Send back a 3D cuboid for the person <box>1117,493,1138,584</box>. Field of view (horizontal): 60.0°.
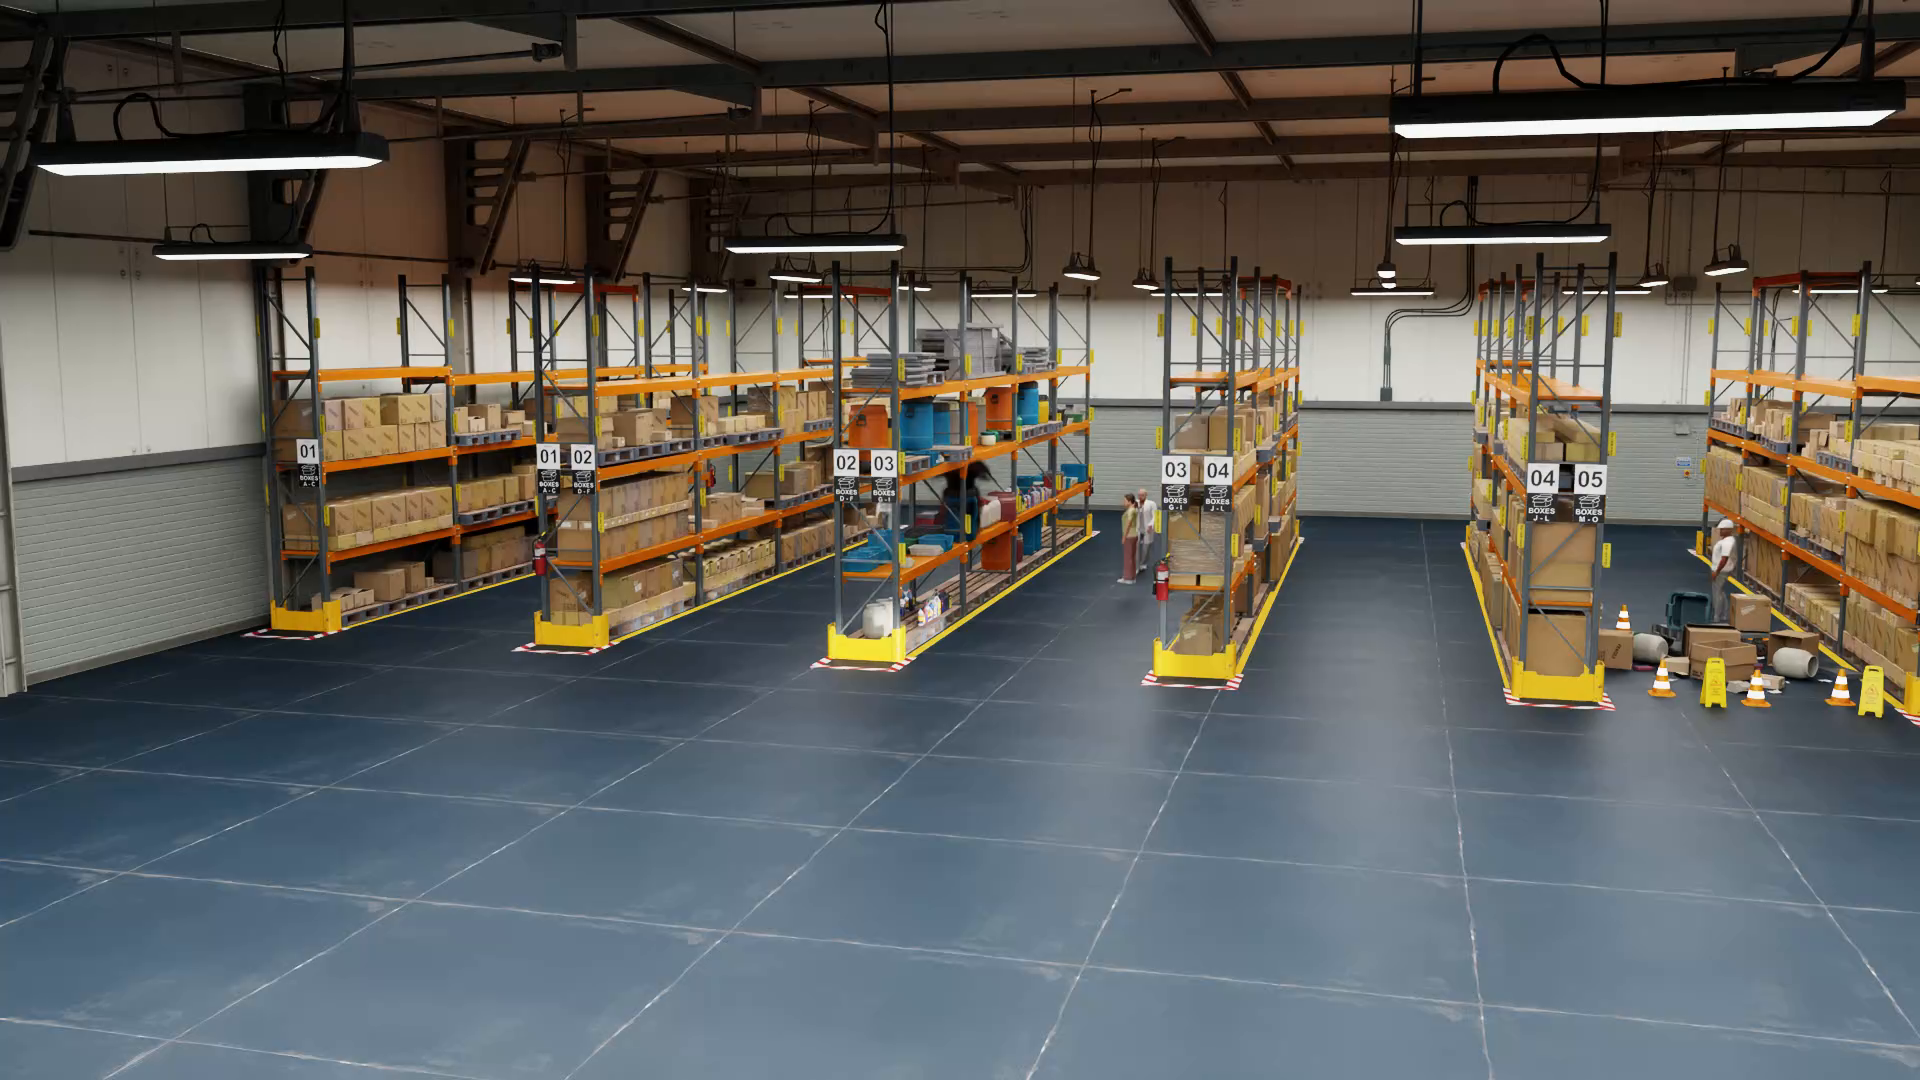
[{"bbox_3d":[3.103,-0.026,30.710,0.380,1.684,0.457,2,8,19],"label":"person"}]

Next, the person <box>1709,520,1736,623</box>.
[{"bbox_3d":[12.958,0.551,28.344,0.496,1.810,0.614,7,10,43],"label":"person"}]

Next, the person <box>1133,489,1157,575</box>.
[{"bbox_3d":[3.771,-0.159,34.258,0.640,1.811,0.935,2,7,13],"label":"person"}]

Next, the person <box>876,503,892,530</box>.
[{"bbox_3d":[-1.658,-0.630,38.000,0.483,1.630,0.948,2,8,17],"label":"person"}]
